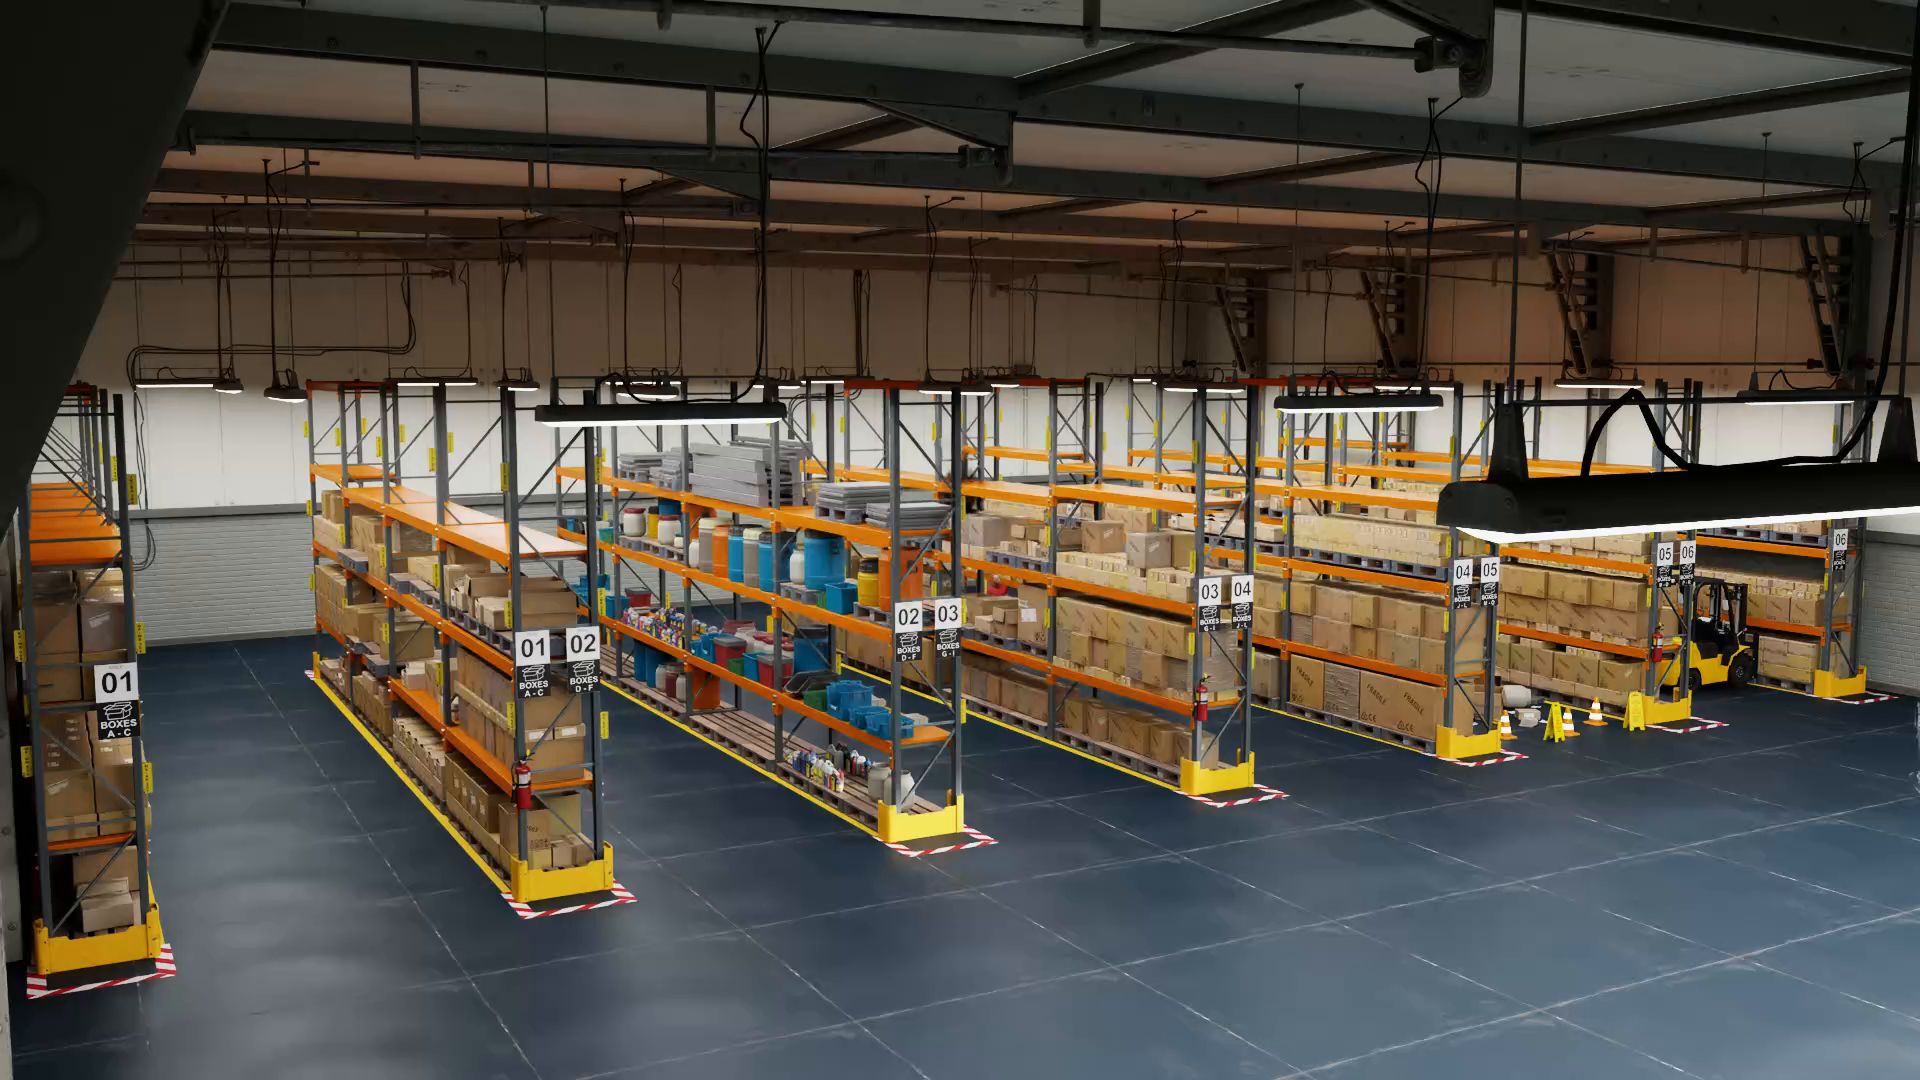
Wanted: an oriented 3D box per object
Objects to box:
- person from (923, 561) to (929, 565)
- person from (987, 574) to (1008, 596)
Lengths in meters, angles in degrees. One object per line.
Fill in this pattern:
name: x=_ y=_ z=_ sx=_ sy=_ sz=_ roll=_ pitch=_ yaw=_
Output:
person: x=-0.944 y=1.277 z=40.368 sx=0.546 sy=1.516 sz=0.549 roll=1 pitch=6 yaw=12
person: x=0.842 y=1.605 z=36.626 sx=0.668 sy=1.736 sz=0.683 roll=-2 pitch=7 yaw=-22
